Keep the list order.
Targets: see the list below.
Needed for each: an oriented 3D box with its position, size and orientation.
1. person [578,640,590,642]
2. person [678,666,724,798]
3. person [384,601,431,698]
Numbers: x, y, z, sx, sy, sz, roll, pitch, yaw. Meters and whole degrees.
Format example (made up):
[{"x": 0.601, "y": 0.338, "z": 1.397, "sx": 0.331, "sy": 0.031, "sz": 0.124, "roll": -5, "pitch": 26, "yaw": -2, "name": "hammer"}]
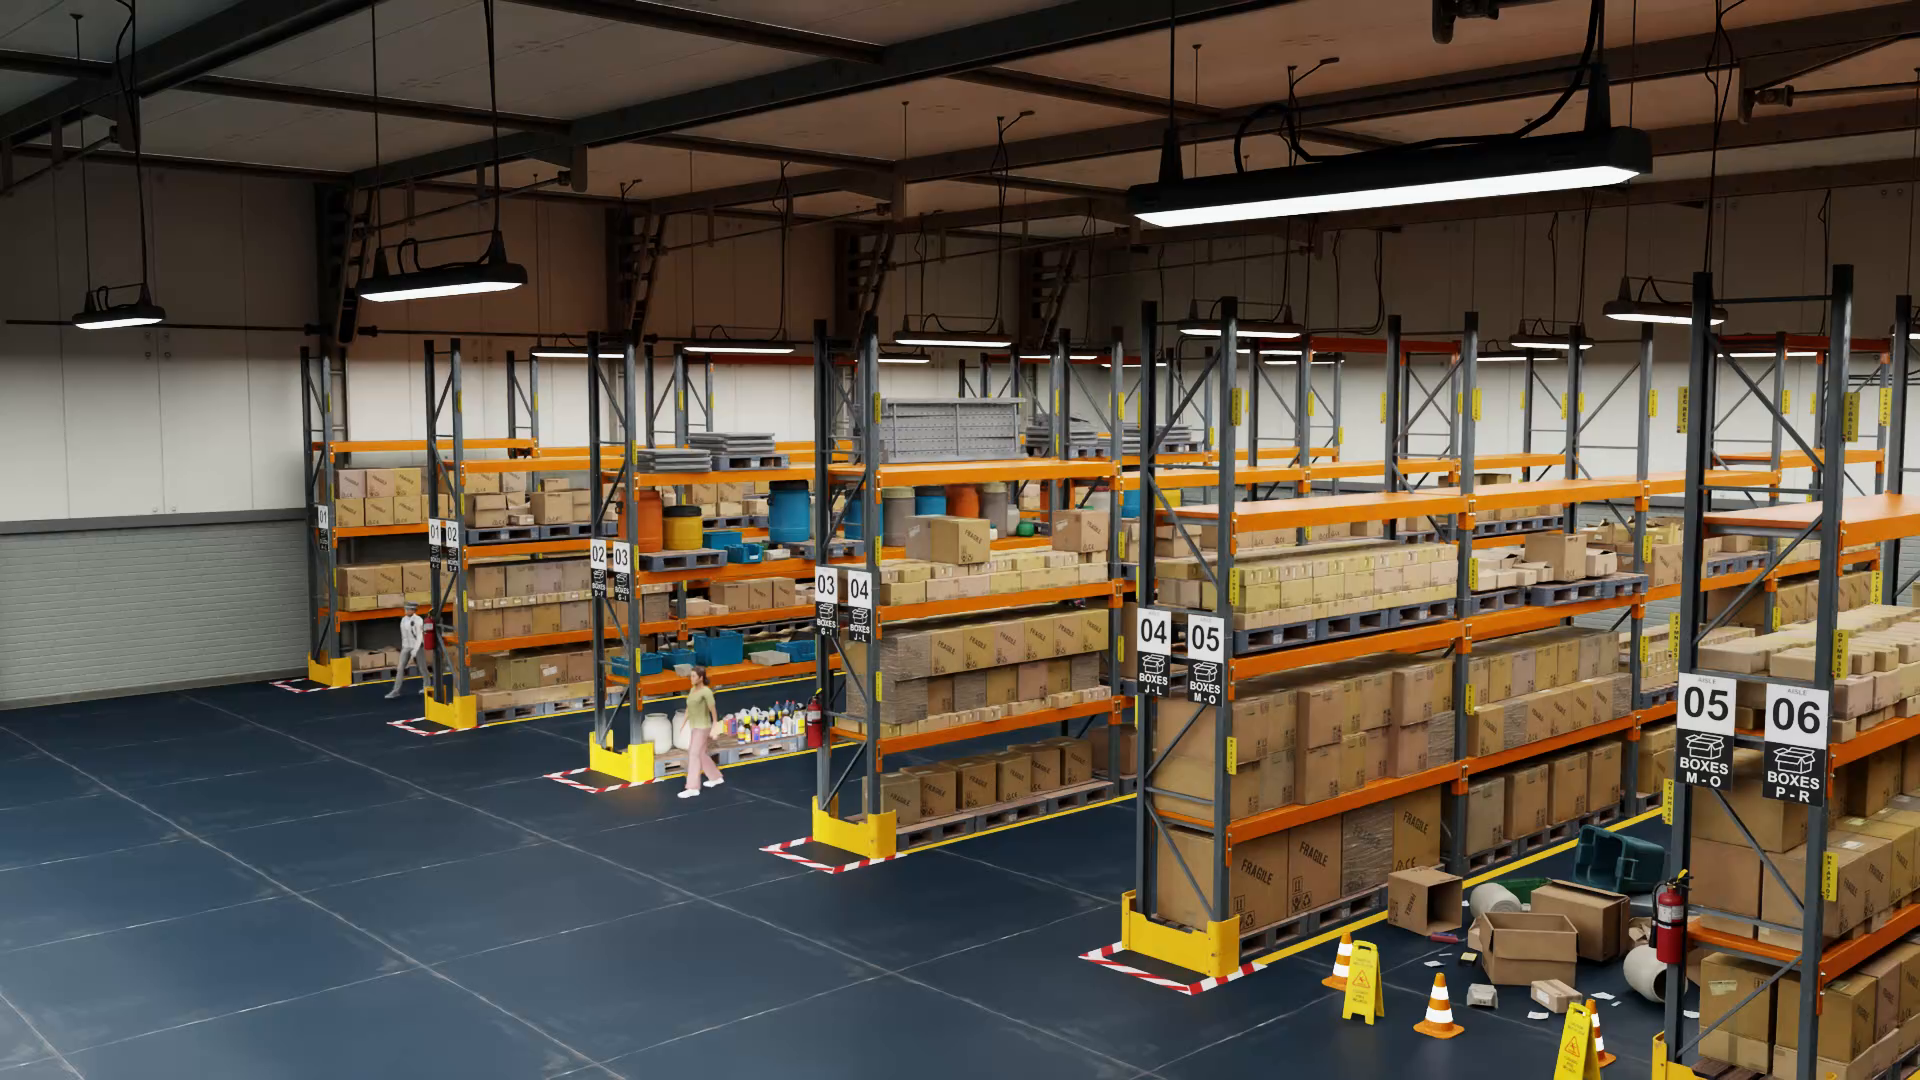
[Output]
[{"x": -6.760, "y": 1.681, "z": 29.729, "sx": 0.561, "sy": 1.789, "sz": 0.676, "roll": 3, "pitch": 6, "yaw": 30, "name": "person"}, {"x": -3.389, "y": 2.454, "z": 21.593, "sx": 0.785, "sy": 1.629, "sz": 0.565, "roll": -3, "pitch": 6, "yaw": -30, "name": "person"}, {"x": -9.345, "y": 1.843, "z": 28.279, "sx": 0.508, "sy": 1.619, "sz": 0.953, "roll": 1, "pitch": 5, "yaw": 13, "name": "person"}]
